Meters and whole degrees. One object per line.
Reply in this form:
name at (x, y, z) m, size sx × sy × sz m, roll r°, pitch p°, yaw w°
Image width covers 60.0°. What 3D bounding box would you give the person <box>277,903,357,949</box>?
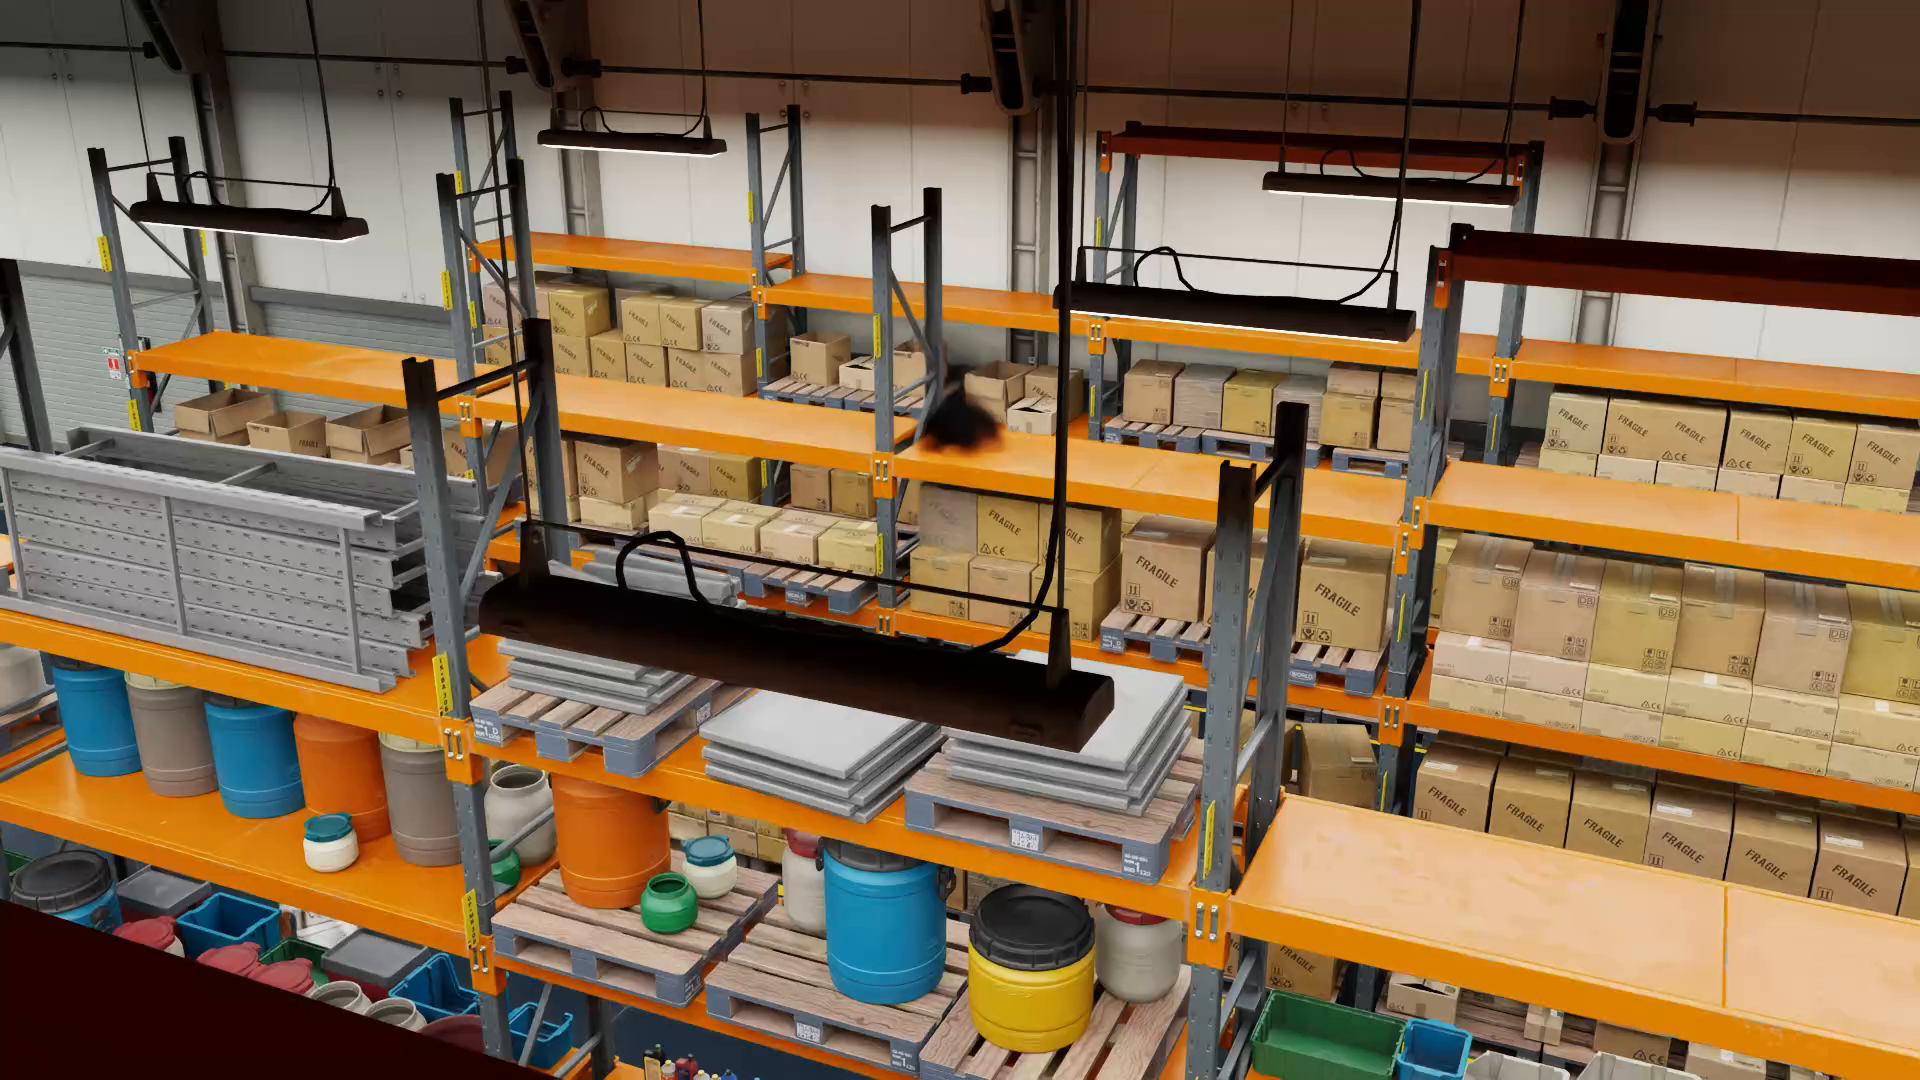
person at (-4.731, 3.065, 12.432) m, size 0.612 × 1.498 × 0.953 m, roll -12°, pitch 24°, yaw -29°
